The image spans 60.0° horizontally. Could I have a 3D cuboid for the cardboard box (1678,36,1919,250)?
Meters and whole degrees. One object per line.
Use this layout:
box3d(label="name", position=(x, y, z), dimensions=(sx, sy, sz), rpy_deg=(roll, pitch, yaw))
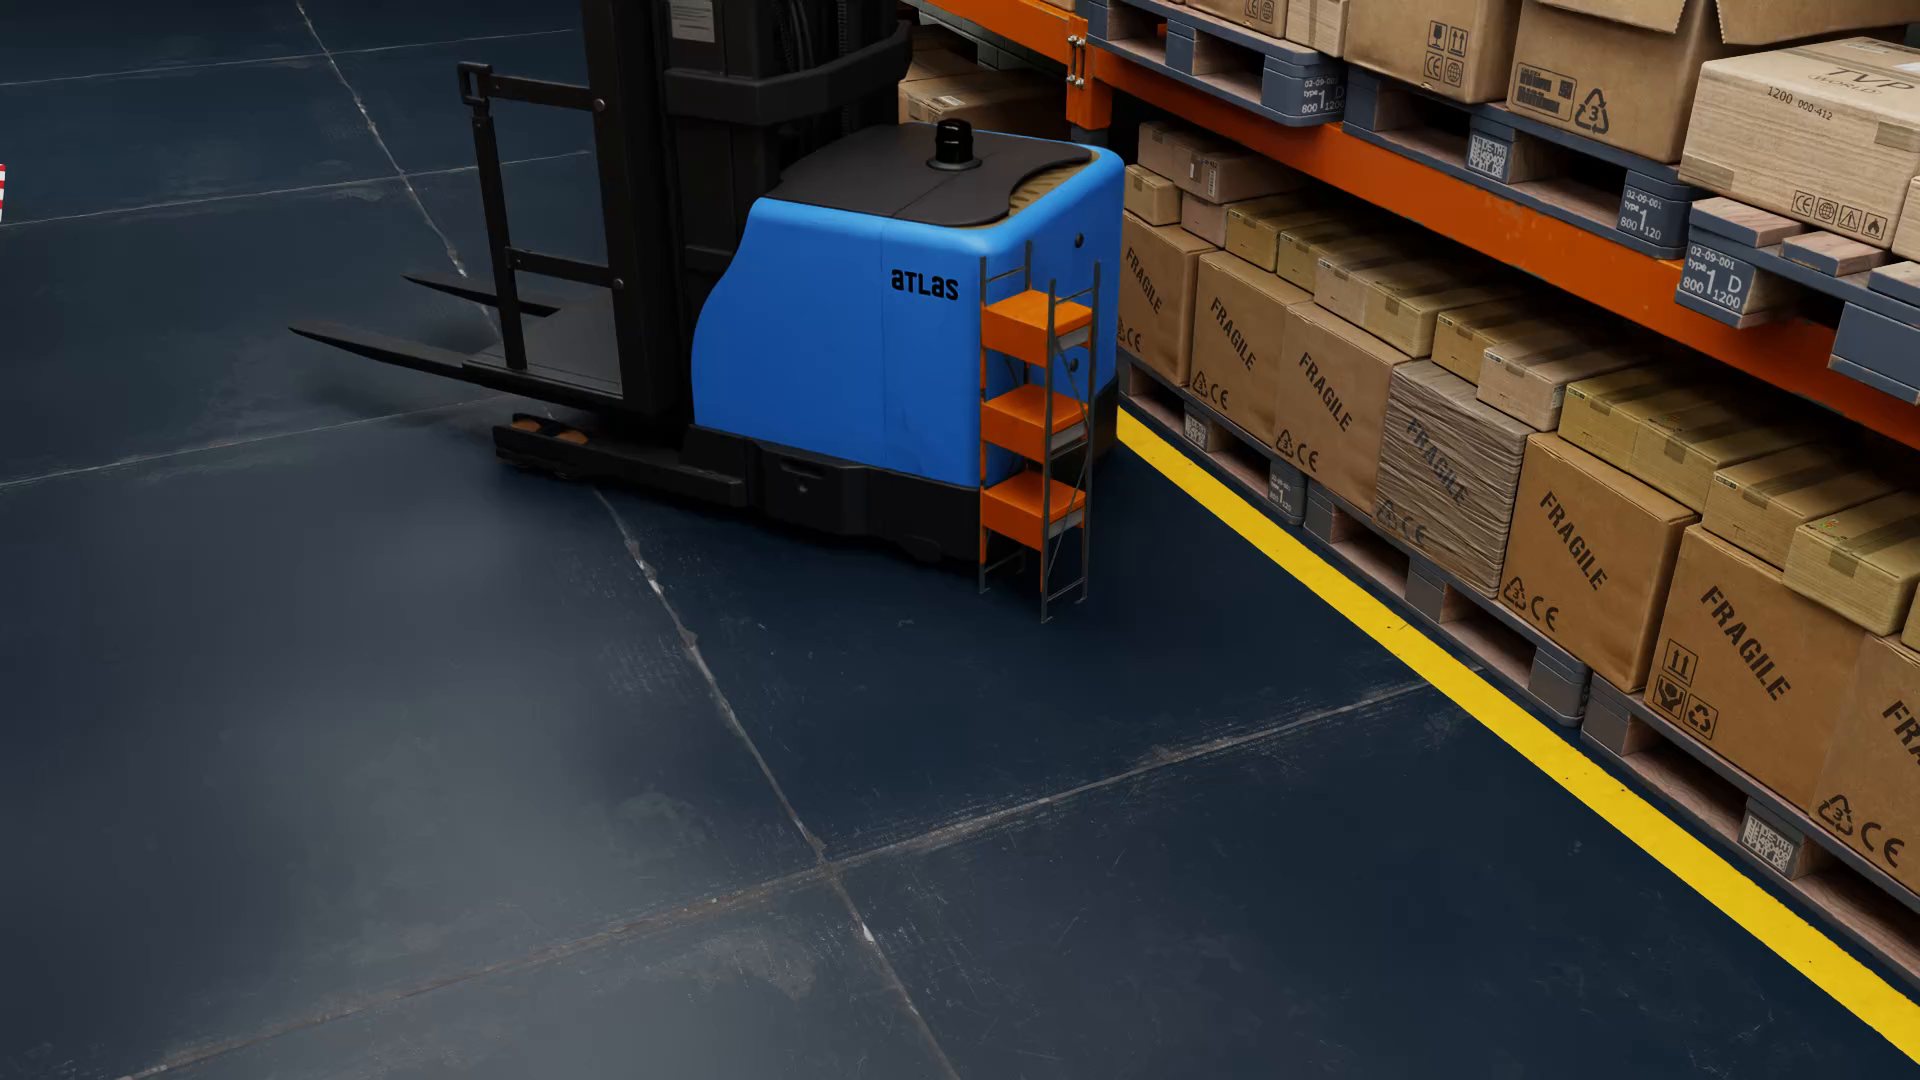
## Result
box3d(label="cardboard box", position=(1.850, -0.818, 3.366), dimensions=(0.500, 0.250, 0.500), rpy_deg=(-15, 32, -24))

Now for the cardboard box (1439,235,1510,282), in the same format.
box3d(label="cardboard box", position=(1.729, -0.882, 5.219), dimensions=(0.380, 0.149, 0.250), rpy_deg=(-12, 32, -21))

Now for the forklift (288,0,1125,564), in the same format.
box3d(label="forklift", position=(-1.015, -1.696, 5.277), dimensions=(3.031, 2.935, 1.130), rpy_deg=(14, 32, 23))

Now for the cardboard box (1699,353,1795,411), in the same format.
box3d(label="cardboard box", position=(2.195, -0.435, 4.422), dimensions=(0.380, 0.149, 0.250), rpy_deg=(-14, 32, -23))

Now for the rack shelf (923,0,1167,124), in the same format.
box3d(label="rack shelf", position=(0.019, -2.639, 7.625), dimensions=(1.077, 0.370, 4.000), rpy_deg=(-13, 32, -22))

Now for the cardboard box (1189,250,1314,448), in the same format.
box3d(label="cardboard box", position=(1.120, -0.668, 5.501), dimensions=(0.500, 0.500, 0.500), rpy_deg=(-14, 32, -23))

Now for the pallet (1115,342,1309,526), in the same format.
box3d(label="pallet", position=(1.261, -0.502, 5.929), dimensions=(1.003, 0.211, 1.213), rpy_deg=(-13, 32, -22))

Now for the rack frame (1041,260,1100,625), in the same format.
box3d(label="rack frame", position=(0.304, -0.250, 4.620), dimensions=(0.008, 1.050, 0.200), rpy_deg=(25, 38, 37))

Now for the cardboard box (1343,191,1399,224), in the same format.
box3d(label="cardboard box", position=(1.526, -1.122, 5.648), dimensions=(0.380, 0.149, 0.250), rpy_deg=(-13, 32, -21))

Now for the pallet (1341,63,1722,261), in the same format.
box3d(label="pallet", position=(1.756, -1.077, 4.300), dimensions=(1.003, 0.211, 1.213), rpy_deg=(-13, 32, -22))

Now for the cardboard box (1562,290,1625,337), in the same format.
box3d(label="cardboard box", position=(1.972, -0.662, 4.827), dimensions=(0.380, 0.149, 0.250), rpy_deg=(-14, 32, -24))

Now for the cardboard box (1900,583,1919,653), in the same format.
box3d(label="cardboard box", position=(2.154, 0.157, 3.367), dimensions=(0.380, 0.149, 0.250), rpy_deg=(-15, 32, -24))

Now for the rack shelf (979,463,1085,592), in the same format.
box3d(label="rack shelf", position=(0.216, -0.039, 4.834), dimensions=(0.240, 0.259, 0.215), rpy_deg=(25, 38, 37))

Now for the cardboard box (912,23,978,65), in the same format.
box3d(label="cardboard box", position=(-0.331, -2.253, 8.328), dimensions=(0.700, 0.500, 0.500), rpy_deg=(-12, 31, -20))

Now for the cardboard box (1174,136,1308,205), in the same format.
box3d(label="cardboard box", position=(0.946, -1.256, 5.582), dimensions=(0.380, 0.149, 0.250), rpy_deg=(-15, 32, -24))

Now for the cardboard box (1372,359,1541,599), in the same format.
box3d(label="cardboard box", position=(1.547, -0.216, 4.695), dimensions=(0.500, 0.500, 0.500), rpy_deg=(-14, 32, -24))

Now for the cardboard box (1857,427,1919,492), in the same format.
box3d(label="cardboard box", position=(2.384, -0.190, 3.985), dimensions=(0.380, 0.149, 0.250), rpy_deg=(-13, 32, -21))

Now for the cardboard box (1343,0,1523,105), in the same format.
box3d(label="cardboard box", position=(1.443, -1.460, 4.255), dimensions=(0.700, 0.500, 0.500), rpy_deg=(-13, 32, -22))

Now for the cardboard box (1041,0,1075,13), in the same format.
box3d(label="cardboard box", position=(0.513, -2.048, 6.092), dimensions=(0.380, 0.149, 0.250), rpy_deg=(-13, 32, -21))

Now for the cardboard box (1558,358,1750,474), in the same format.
box3d(label="cardboard box", position=(1.756, -0.319, 4.215), dimensions=(0.380, 0.149, 0.250), rpy_deg=(-14, 32, -23))

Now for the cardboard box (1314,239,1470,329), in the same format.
box3d(label="cardboard box", position=(1.304, -0.777, 5.032), dimensions=(0.380, 0.149, 0.250), rpy_deg=(-13, 32, -22))

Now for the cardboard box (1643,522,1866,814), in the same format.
box3d(label="cardboard box", position=(2.014, 0.240, 3.882), dimensions=(0.500, 0.500, 0.500), rpy_deg=(-14, 32, -23))

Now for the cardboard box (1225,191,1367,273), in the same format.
box3d(label="cardboard box", position=(1.101, -1.014, 5.454), dimensions=(0.380, 0.149, 0.250), rpy_deg=(-15, 33, -25))

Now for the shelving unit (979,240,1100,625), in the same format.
box3d(label="shelving unit", position=(0.216, -0.291, 4.694), dimensions=(0.252, 1.050, 0.215), rpy_deg=(25, 38, 37))

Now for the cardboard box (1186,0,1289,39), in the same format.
box3d(label="cardboard box", position=(1.106, -1.807, 4.874), dimensions=(0.700, 0.500, 0.500), rpy_deg=(-13, 32, -21))

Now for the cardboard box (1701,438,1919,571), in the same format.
box3d(label="cardboard box", position=(1.936, -0.083, 3.794), dimensions=(0.380, 0.149, 0.250), rpy_deg=(-14, 32, -24))

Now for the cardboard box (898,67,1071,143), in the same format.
box3d(label="cardboard box", position=(0.115, -1.795, 7.510), dimensions=(0.700, 0.500, 0.500), rpy_deg=(-14, 32, -24))

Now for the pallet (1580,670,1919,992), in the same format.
box3d(label="pallet", position=(2.309, 0.576, 4.007), dimensions=(1.003, 0.211, 1.213), rpy_deg=(-13, 32, -22))

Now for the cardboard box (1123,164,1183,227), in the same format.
box3d(label="cardboard box", position=(0.791, -1.231, 5.841), dimensions=(0.380, 0.149, 0.250), rpy_deg=(-12, 31, -20))

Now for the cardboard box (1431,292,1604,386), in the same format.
box3d(label="cardboard box", position=(1.551, -0.554, 4.634), dimensions=(0.380, 0.149, 0.250), rpy_deg=(-13, 32, -22))
